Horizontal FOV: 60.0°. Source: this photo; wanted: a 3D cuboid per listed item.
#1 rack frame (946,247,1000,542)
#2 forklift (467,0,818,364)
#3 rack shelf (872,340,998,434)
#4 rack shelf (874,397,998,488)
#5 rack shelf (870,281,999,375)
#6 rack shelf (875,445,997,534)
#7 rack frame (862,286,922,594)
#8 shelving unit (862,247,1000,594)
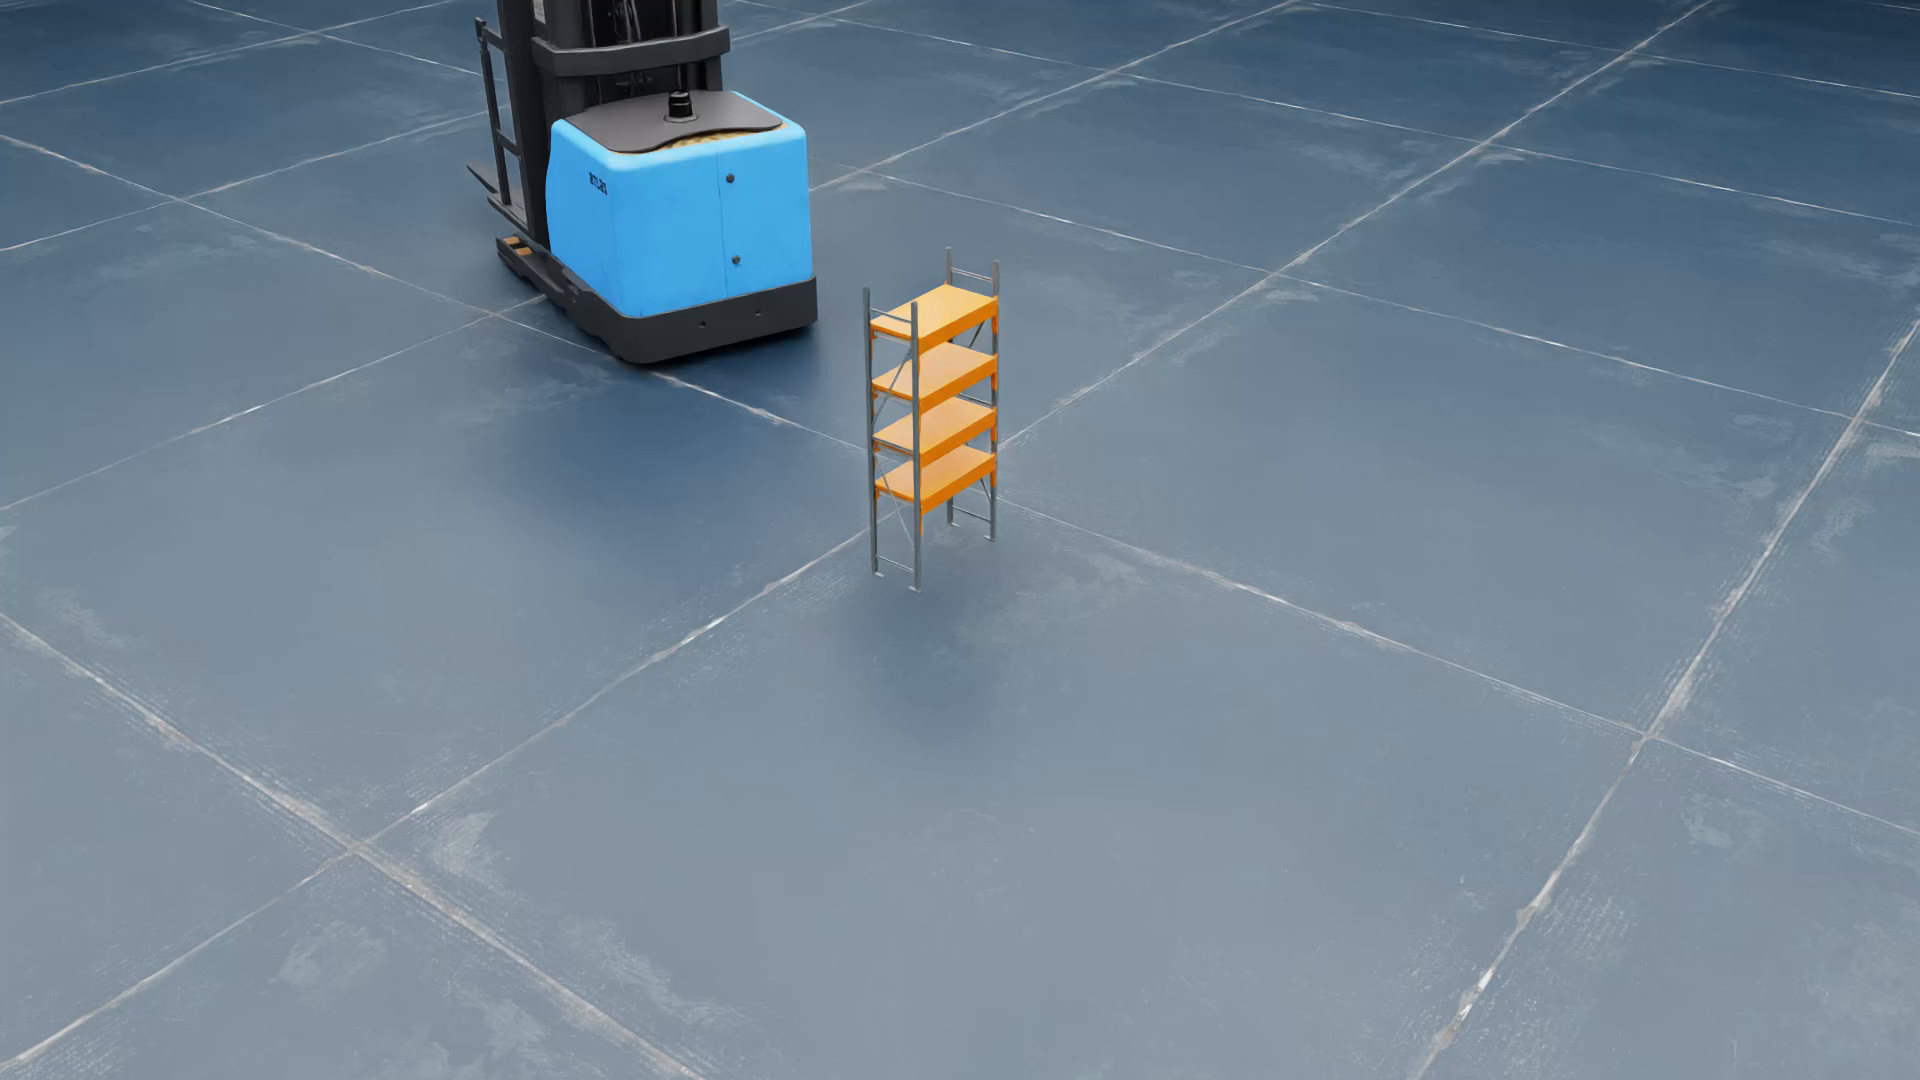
[{"bbox_3d":[0.047,-0.548,6.498,0.240,1.200,0.015,21,37,31],"label":"rack frame"},{"bbox_3d":[-1.940,-2.825,8.643,1.130,2.935,3.031,-18,35,-27],"label":"forklift"},{"bbox_3d":[-0.100,-0.583,6.251,0.258,0.148,0.480,21,37,31],"label":"rack shelf"},{"bbox_3d":[-0.100,-0.391,6.365,0.258,0.148,0.480,21,37,31],"label":"rack shelf"},{"bbox_3d":[-0.100,-0.787,6.130,0.258,0.148,0.480,21,37,31],"label":"rack shelf"},{"bbox_3d":[-0.100,-0.220,6.466,0.258,0.148,0.480,21,37,31],"label":"rack shelf"},{"bbox_3d":[-0.247,-0.350,6.163,0.240,1.200,0.015,21,37,31],"label":"rack frame"},{"bbox_3d":[-0.100,-0.449,6.331,0.258,1.200,0.503,21,37,31],"label":"shelving unit"}]
